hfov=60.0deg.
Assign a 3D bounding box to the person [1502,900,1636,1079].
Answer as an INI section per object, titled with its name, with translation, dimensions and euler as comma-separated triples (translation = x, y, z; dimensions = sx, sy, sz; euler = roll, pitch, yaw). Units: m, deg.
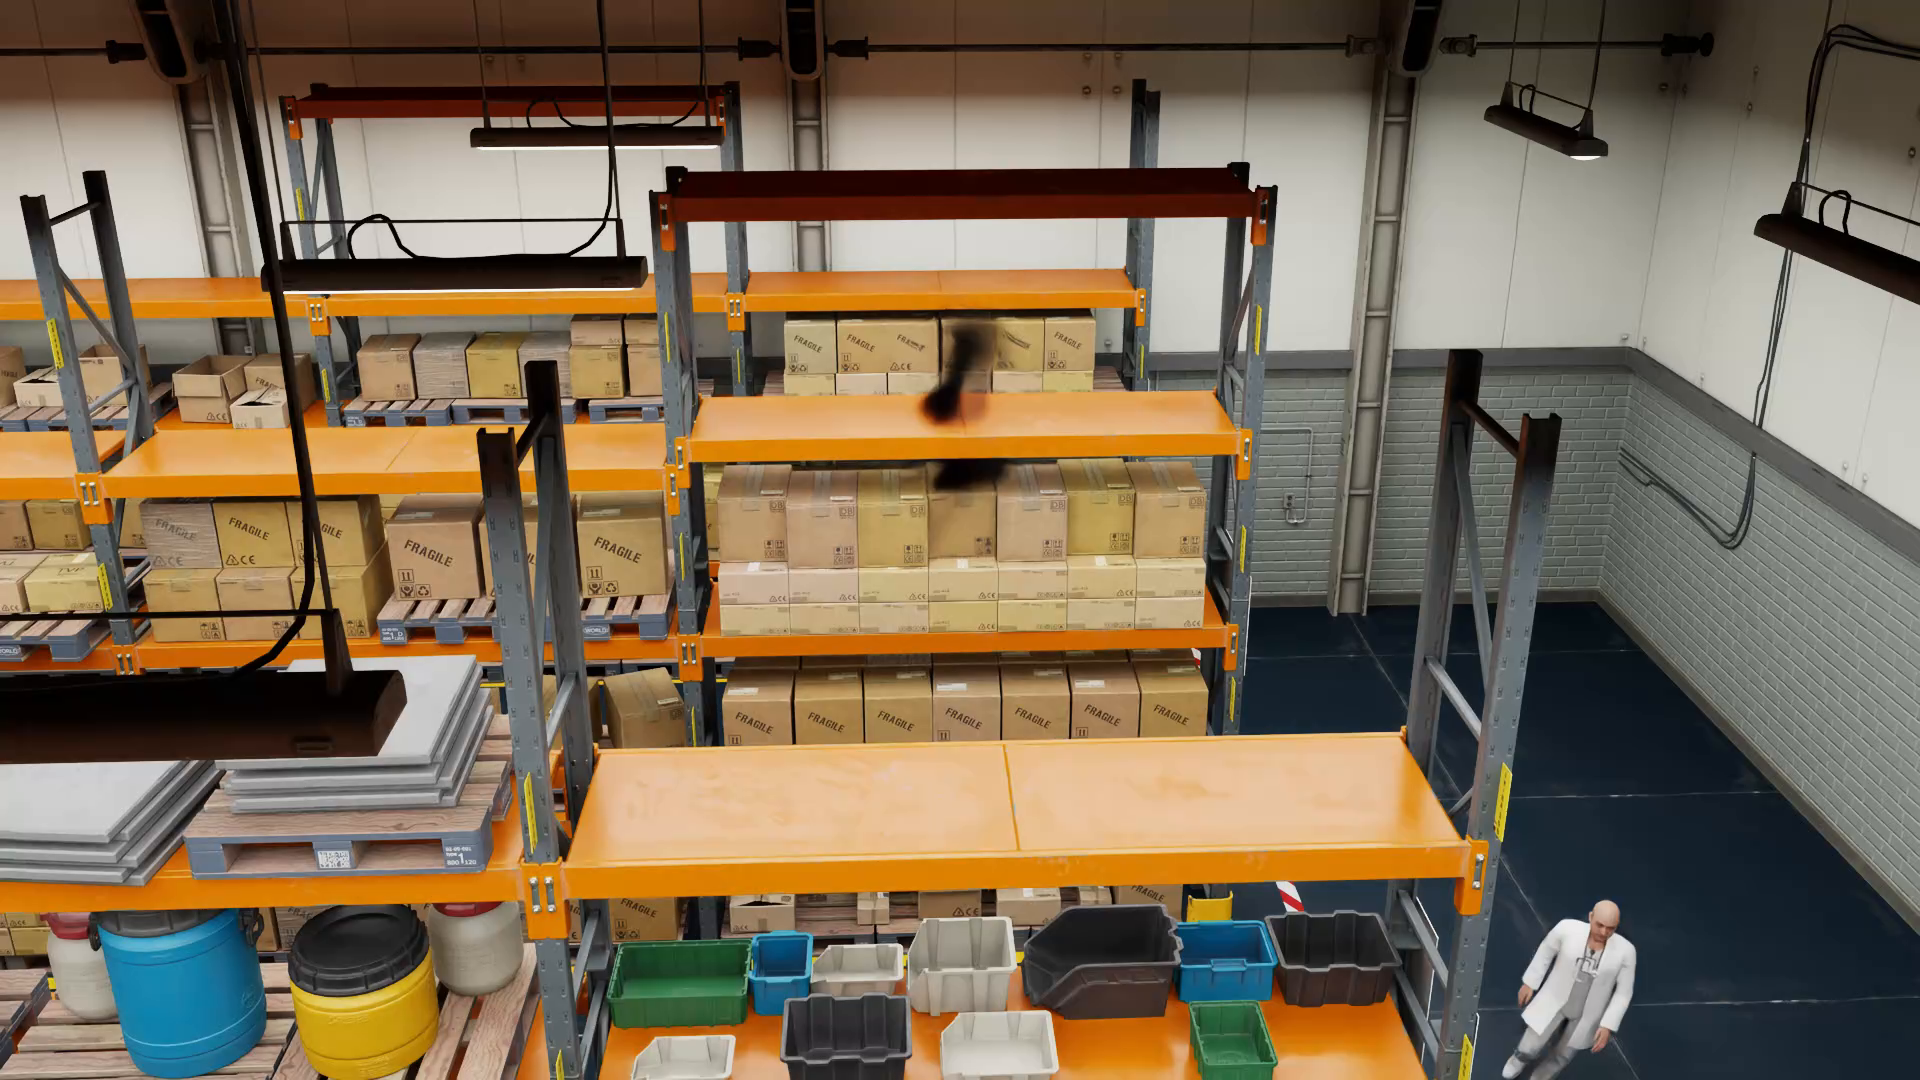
[person]
translation = 4.082, 3.116, 11.140
dimensions = 0.741, 1.724, 0.646
euler = 11, 25, 25
